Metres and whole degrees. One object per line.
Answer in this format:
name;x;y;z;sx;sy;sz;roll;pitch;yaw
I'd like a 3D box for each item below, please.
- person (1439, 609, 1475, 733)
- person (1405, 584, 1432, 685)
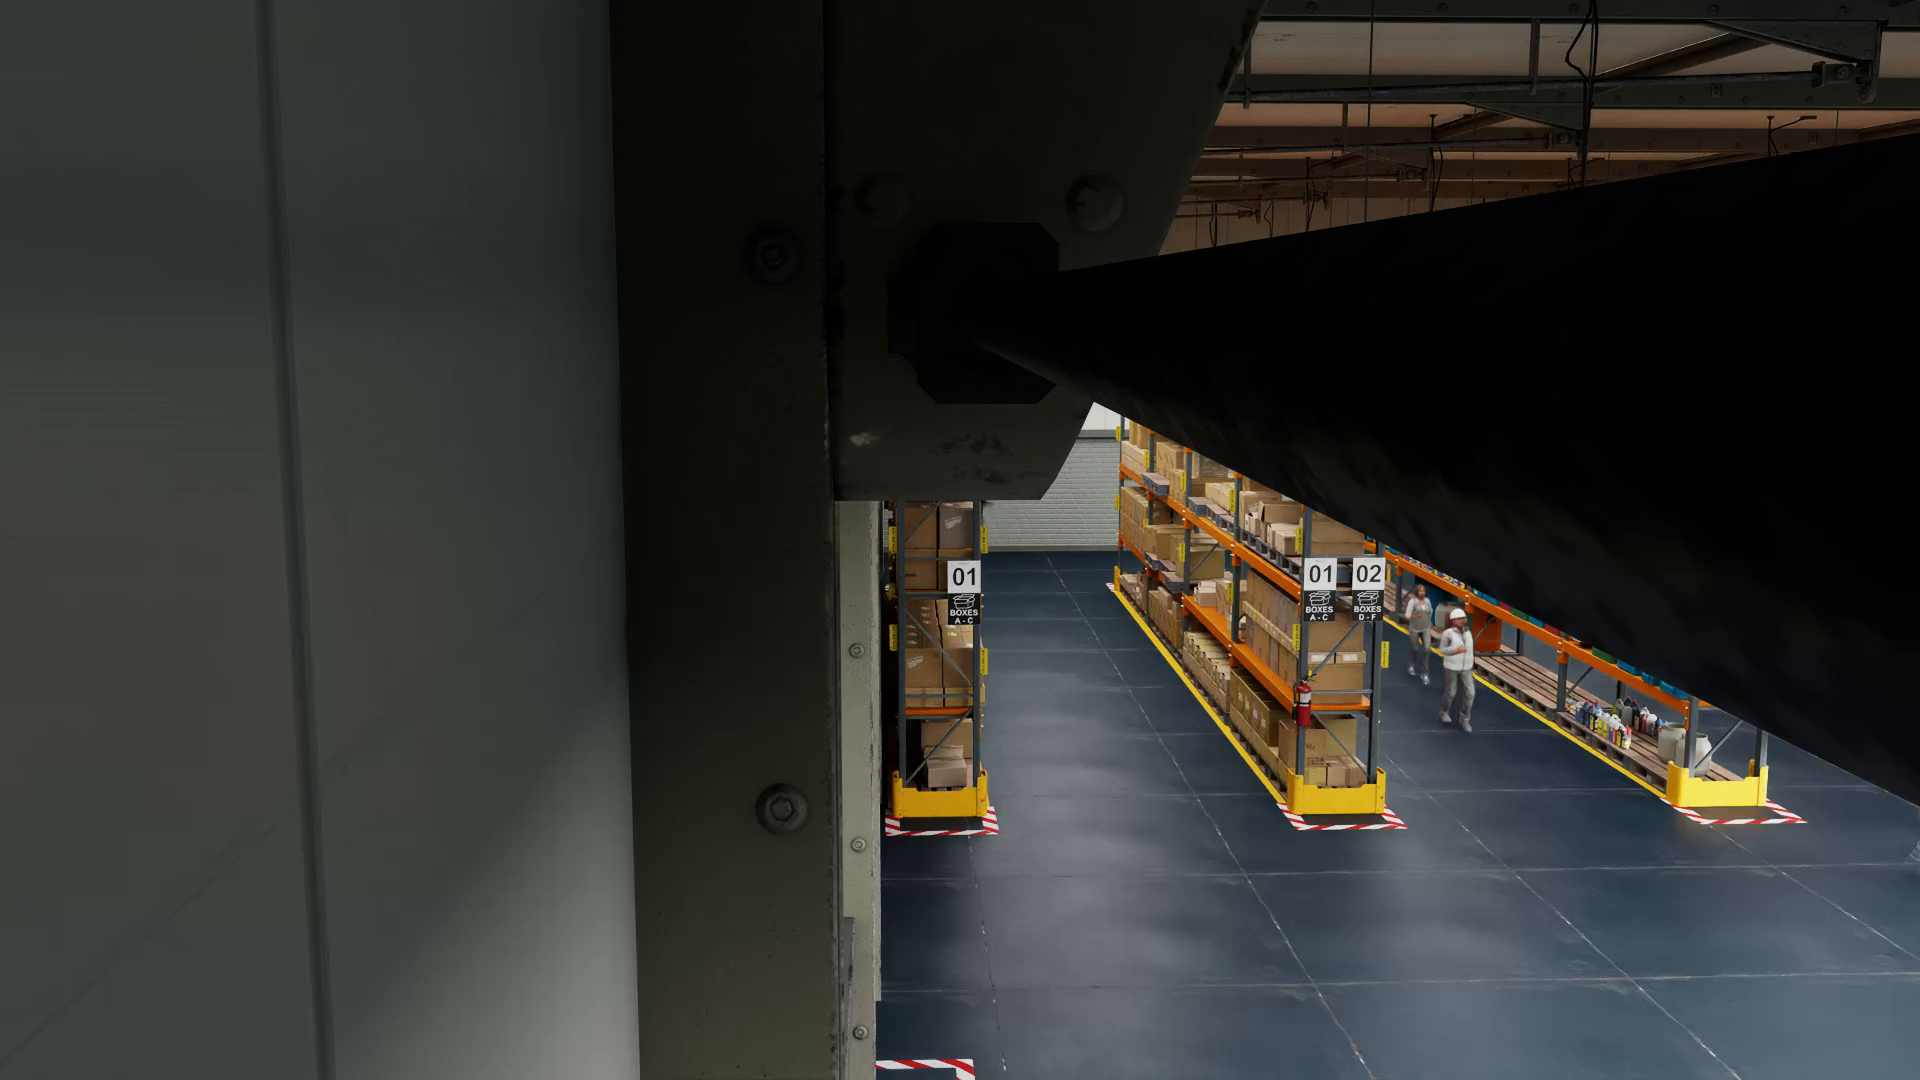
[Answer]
person;7.371;1.922;24.626;0.639;1.825;0.734;-1;8;-10
person;7.663;1.554;27.757;0.520;1.611;0.706;0;8;-2
